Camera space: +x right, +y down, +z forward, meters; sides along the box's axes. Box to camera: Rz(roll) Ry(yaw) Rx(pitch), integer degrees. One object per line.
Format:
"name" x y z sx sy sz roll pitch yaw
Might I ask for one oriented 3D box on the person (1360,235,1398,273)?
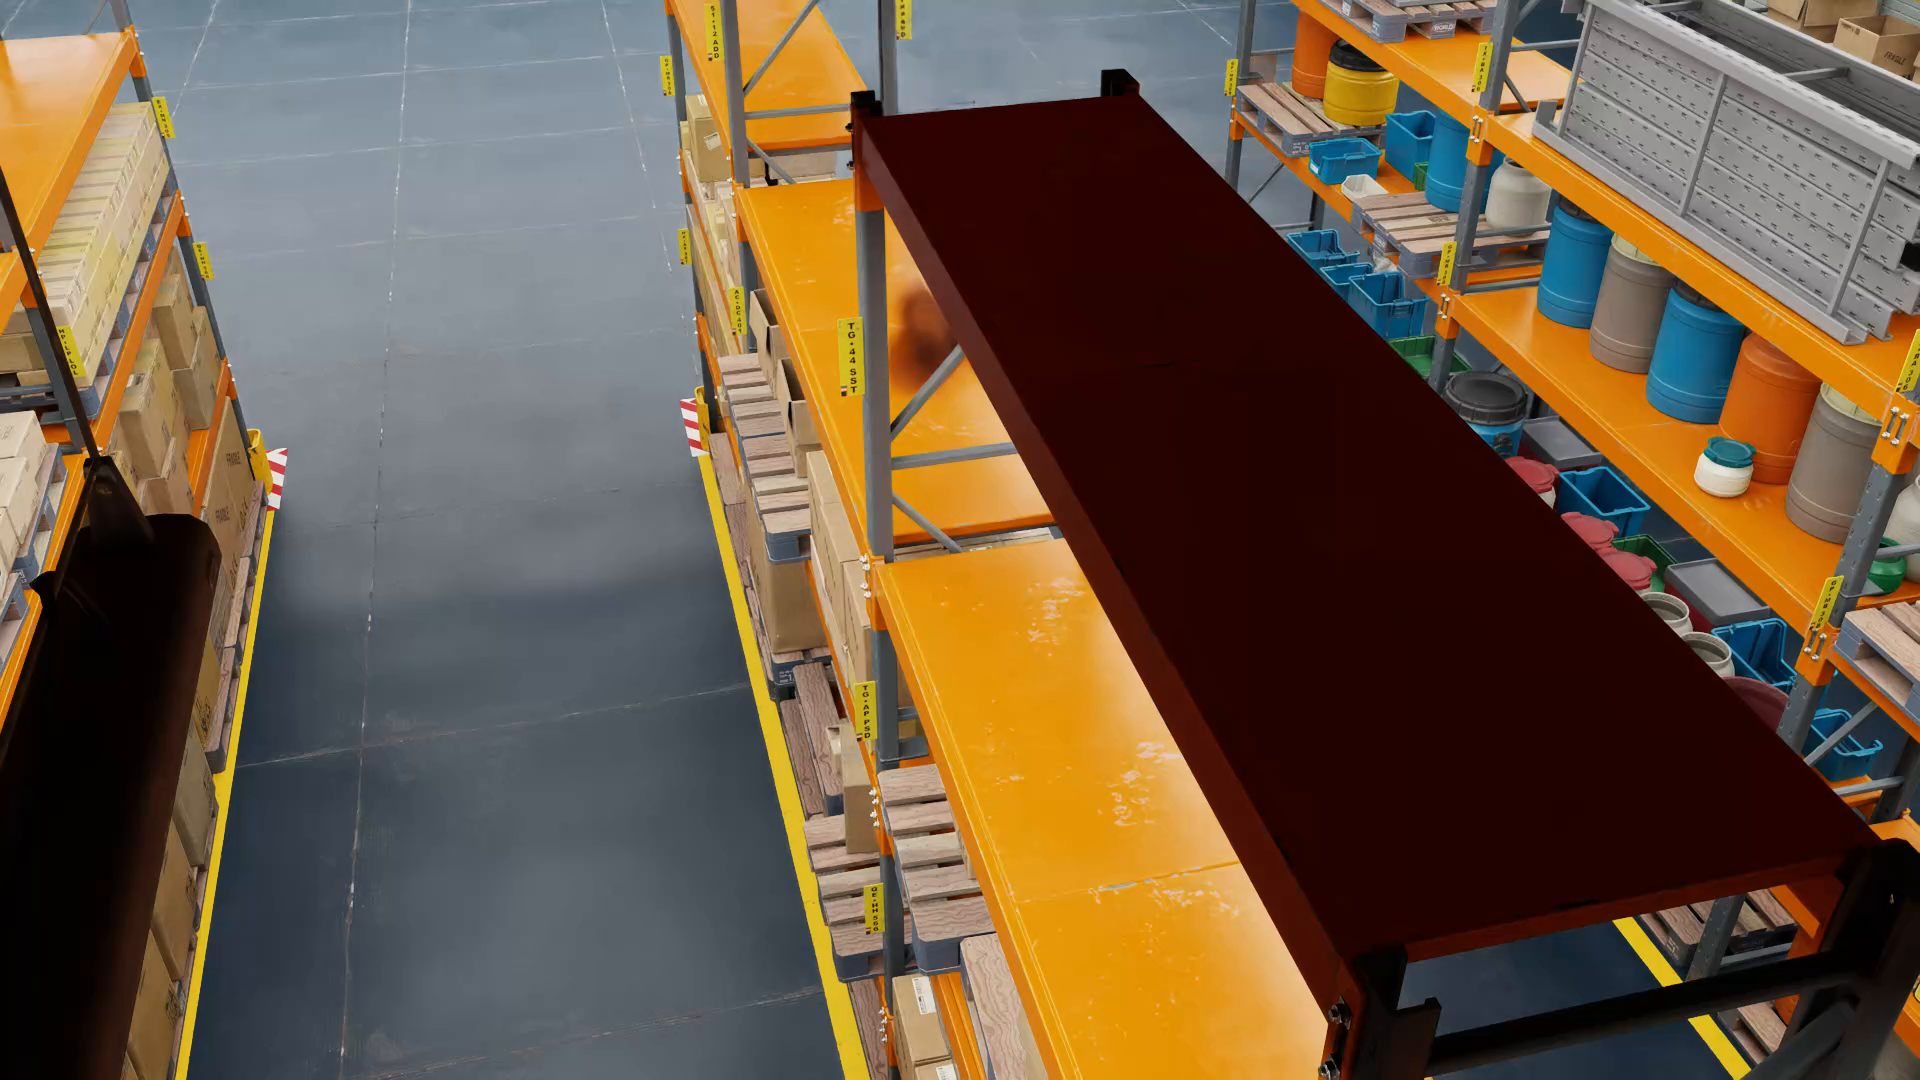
"person" 4.168 -2.656 16.445 0.634 1.673 0.922 -25 42 -32
